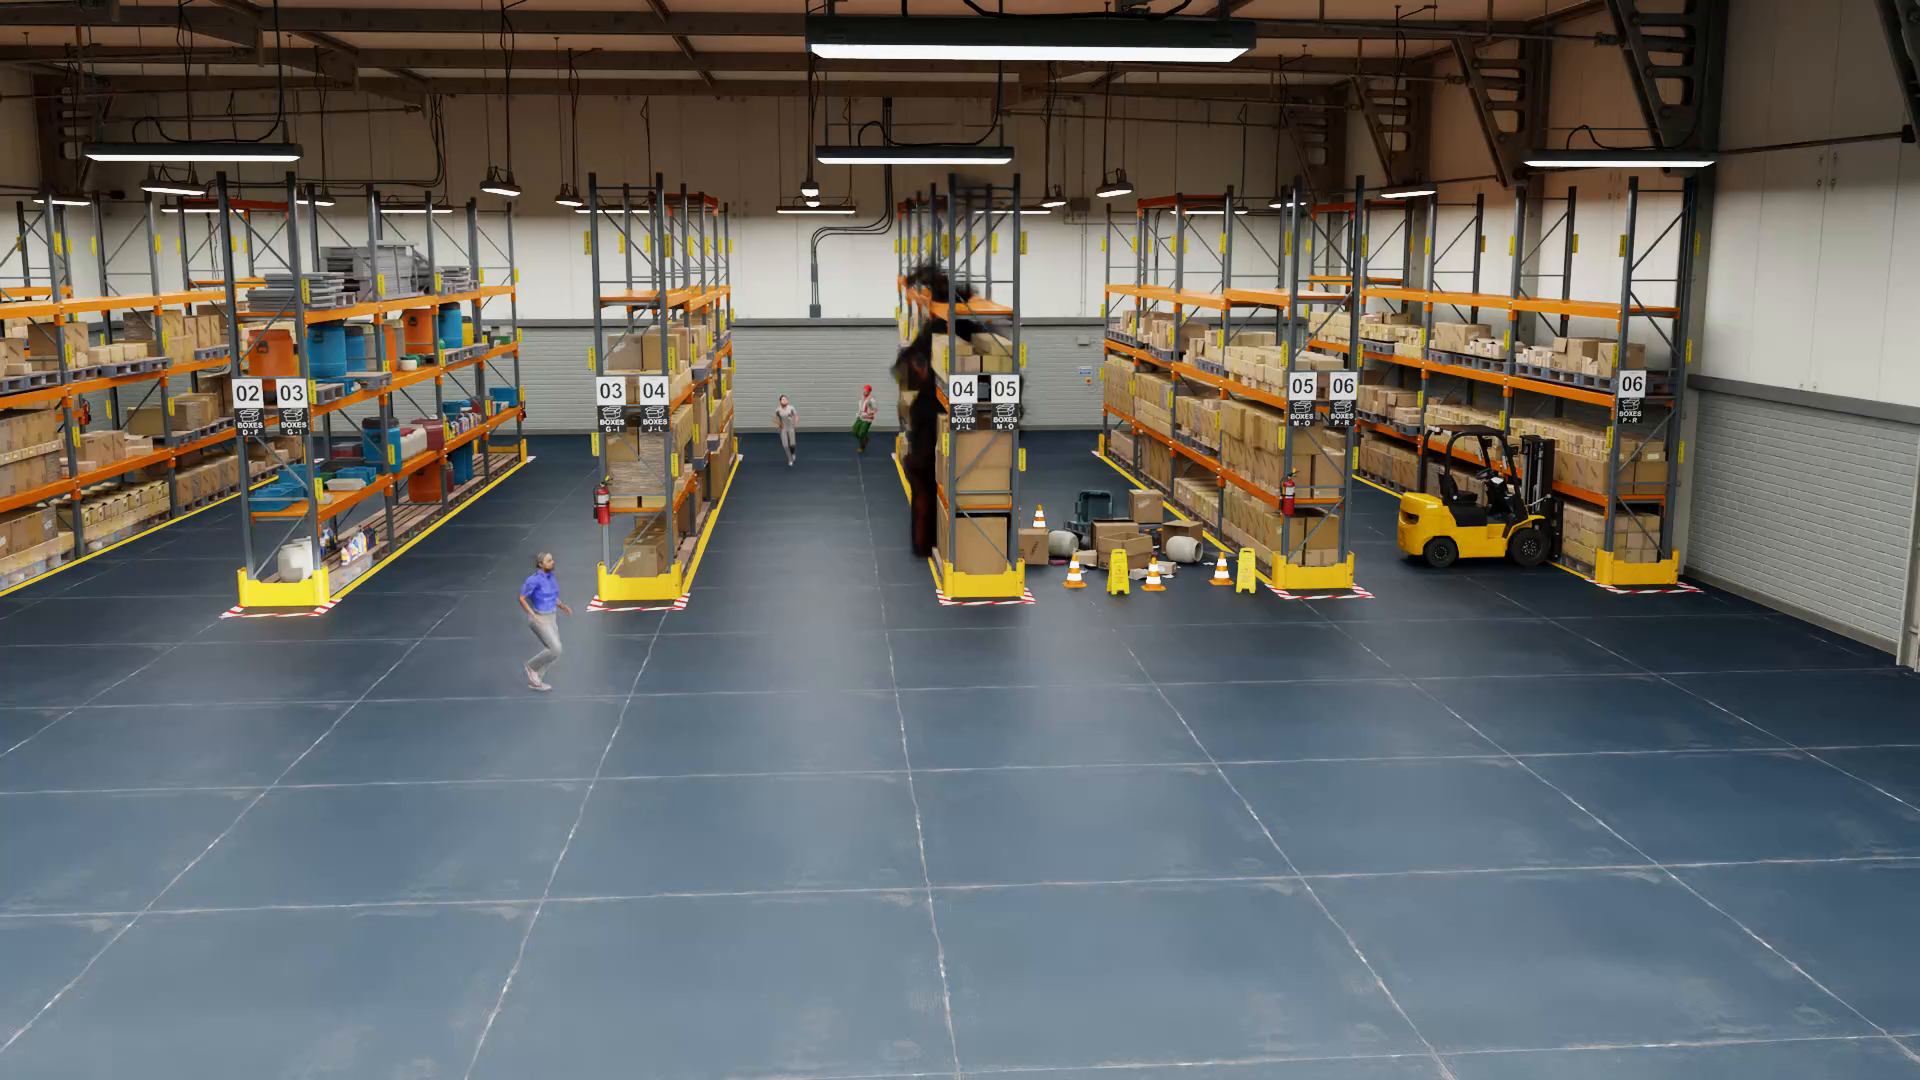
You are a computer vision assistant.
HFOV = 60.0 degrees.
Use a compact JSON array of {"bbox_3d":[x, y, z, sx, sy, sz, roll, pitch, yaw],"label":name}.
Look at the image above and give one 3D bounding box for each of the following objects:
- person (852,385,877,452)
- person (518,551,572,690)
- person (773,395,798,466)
[{"bbox_3d":[-2.322,-2.948,40.520,0.539,1.686,0.745,-9,13,-42],"label":"person"},{"bbox_3d":[-4.683,0.920,18.894,0.555,1.604,0.515,3,10,17],"label":"person"},{"bbox_3d":[-4.020,-2.534,38.393,0.595,1.625,0.537,-2,10,-10],"label":"person"}]
